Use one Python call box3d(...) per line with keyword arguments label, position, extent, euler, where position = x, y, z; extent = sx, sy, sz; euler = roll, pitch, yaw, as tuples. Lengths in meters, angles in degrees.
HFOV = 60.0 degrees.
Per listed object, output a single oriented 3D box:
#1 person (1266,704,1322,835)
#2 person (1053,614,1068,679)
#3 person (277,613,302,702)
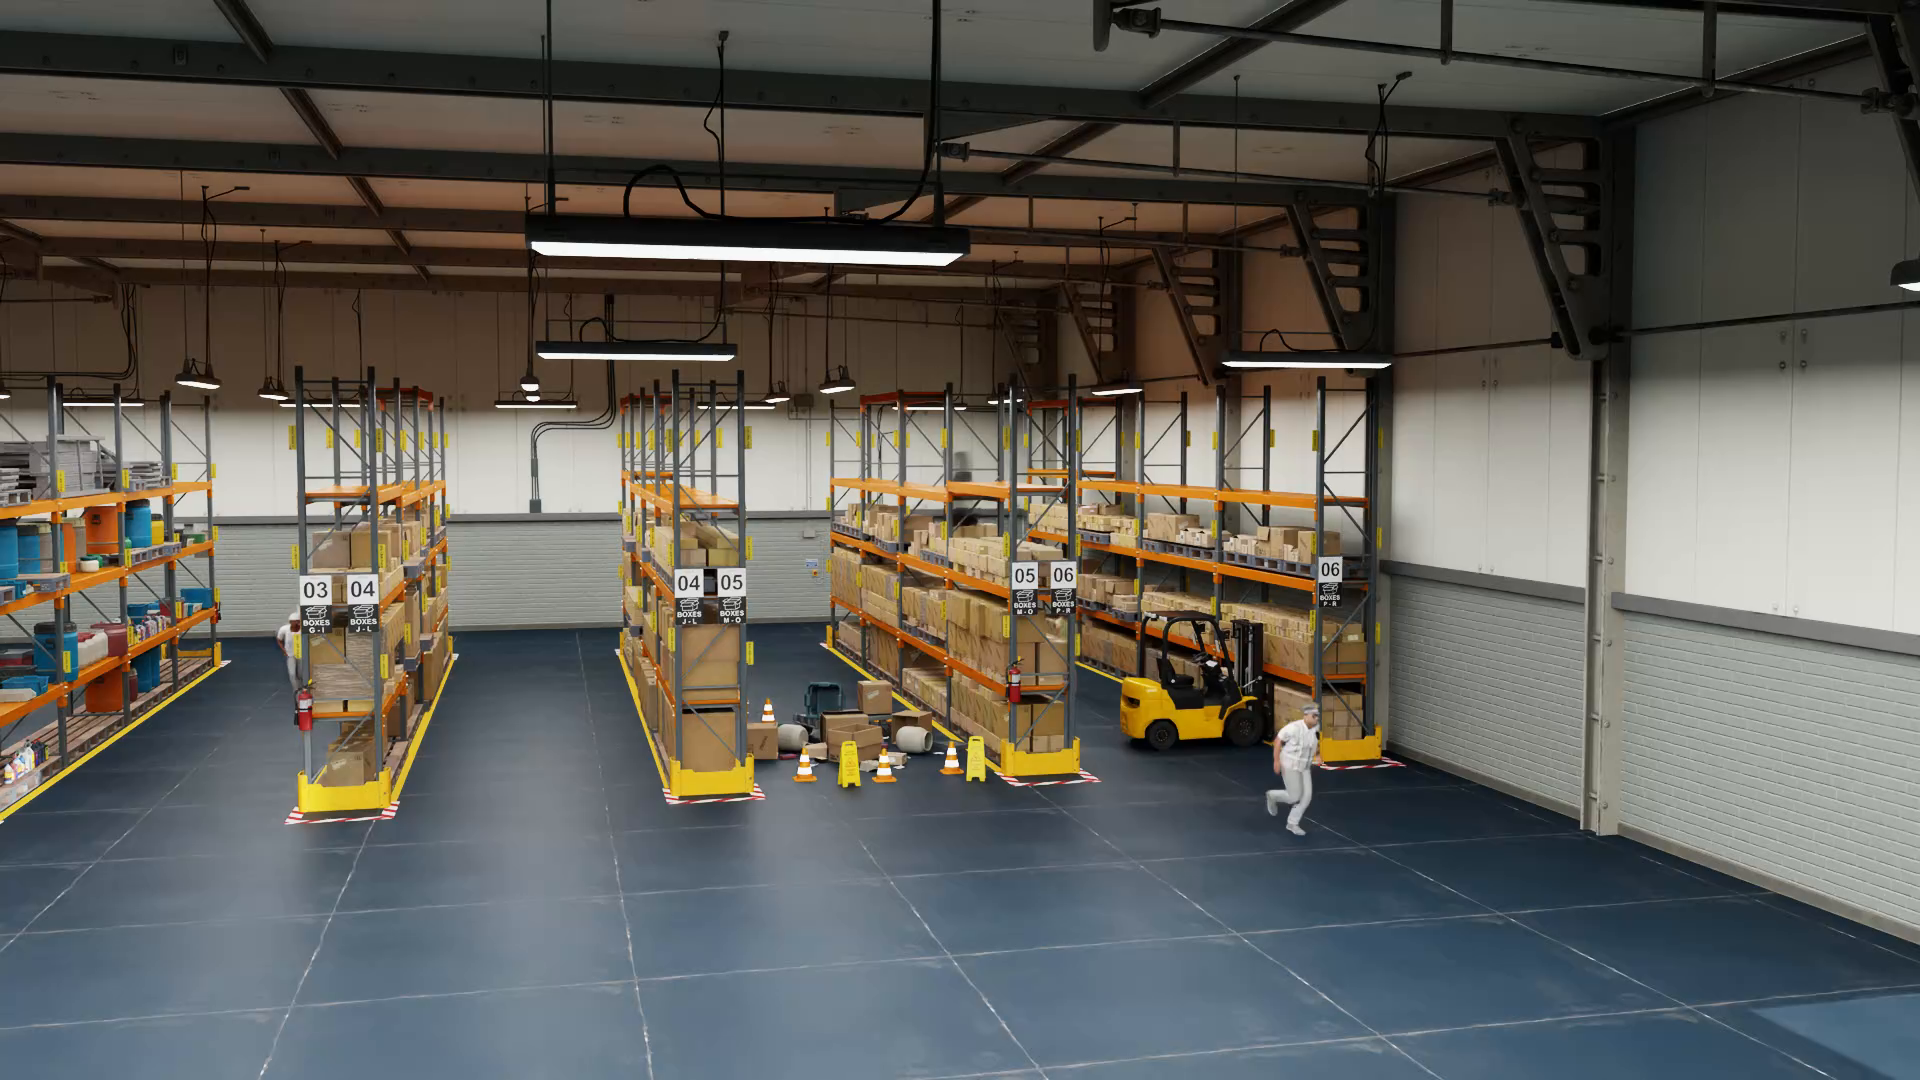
box3d(label="person", position=(4.280, 2.906, 21.312), extent=(0.658, 1.709, 0.786), euler=(-3, 4, -40))
box3d(label="person", position=(2.063, 2.169, 33.368), extent=(0.565, 1.714, 0.806), euler=(-2, 4, -27))
box3d(label="person", position=(-12.861, 2.240, 32.224), extent=(0.673, 1.706, 0.872), euler=(-1, 4, -14))
